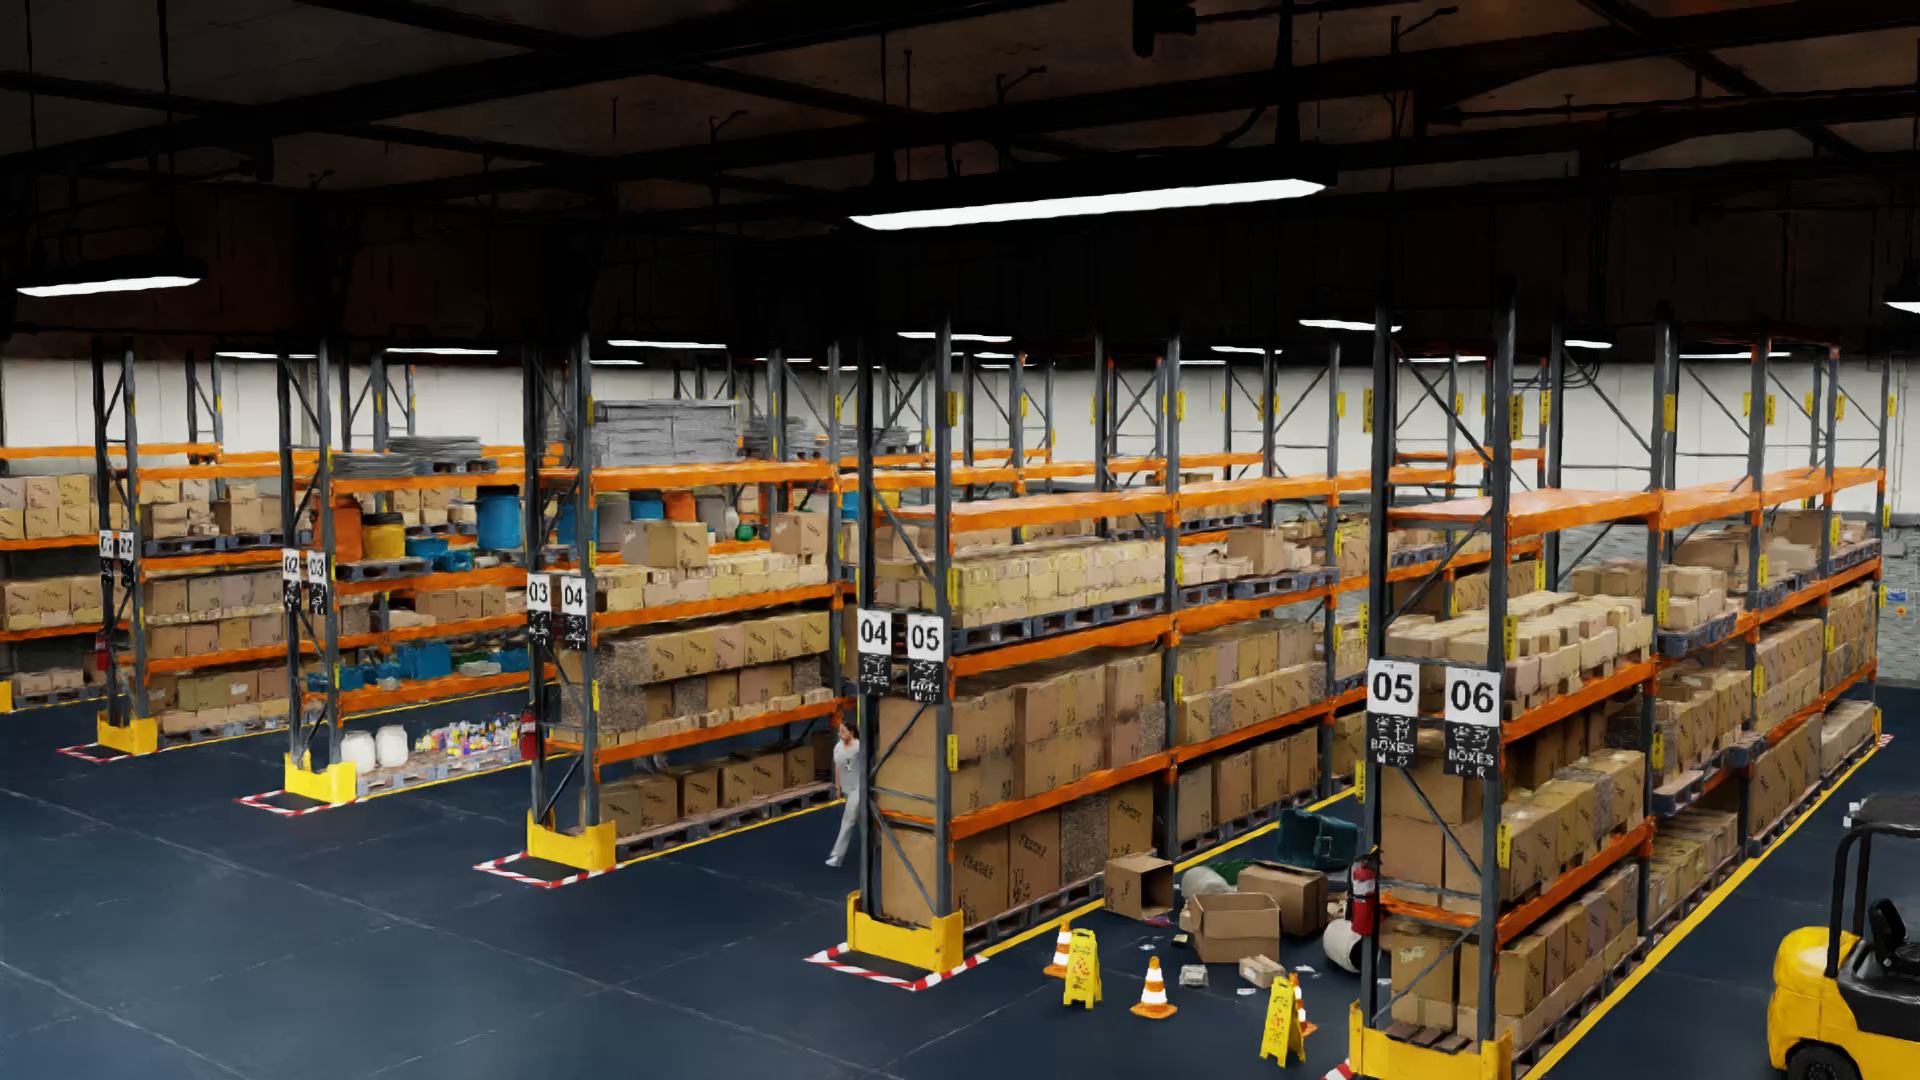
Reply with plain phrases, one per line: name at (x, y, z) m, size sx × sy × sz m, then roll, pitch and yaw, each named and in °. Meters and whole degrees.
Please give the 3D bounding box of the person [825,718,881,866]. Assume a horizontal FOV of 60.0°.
person at (-1.221, 2.752, 18.461) m, size 0.446 × 1.586 × 1.110 m, roll 4°, pitch 6°, yaw 39°

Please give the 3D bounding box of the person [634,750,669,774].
person at (-3.942, 2.461, 21.238) m, size 0.698 × 1.734 × 0.549 m, roll 4°, pitch 6°, yaw 36°
